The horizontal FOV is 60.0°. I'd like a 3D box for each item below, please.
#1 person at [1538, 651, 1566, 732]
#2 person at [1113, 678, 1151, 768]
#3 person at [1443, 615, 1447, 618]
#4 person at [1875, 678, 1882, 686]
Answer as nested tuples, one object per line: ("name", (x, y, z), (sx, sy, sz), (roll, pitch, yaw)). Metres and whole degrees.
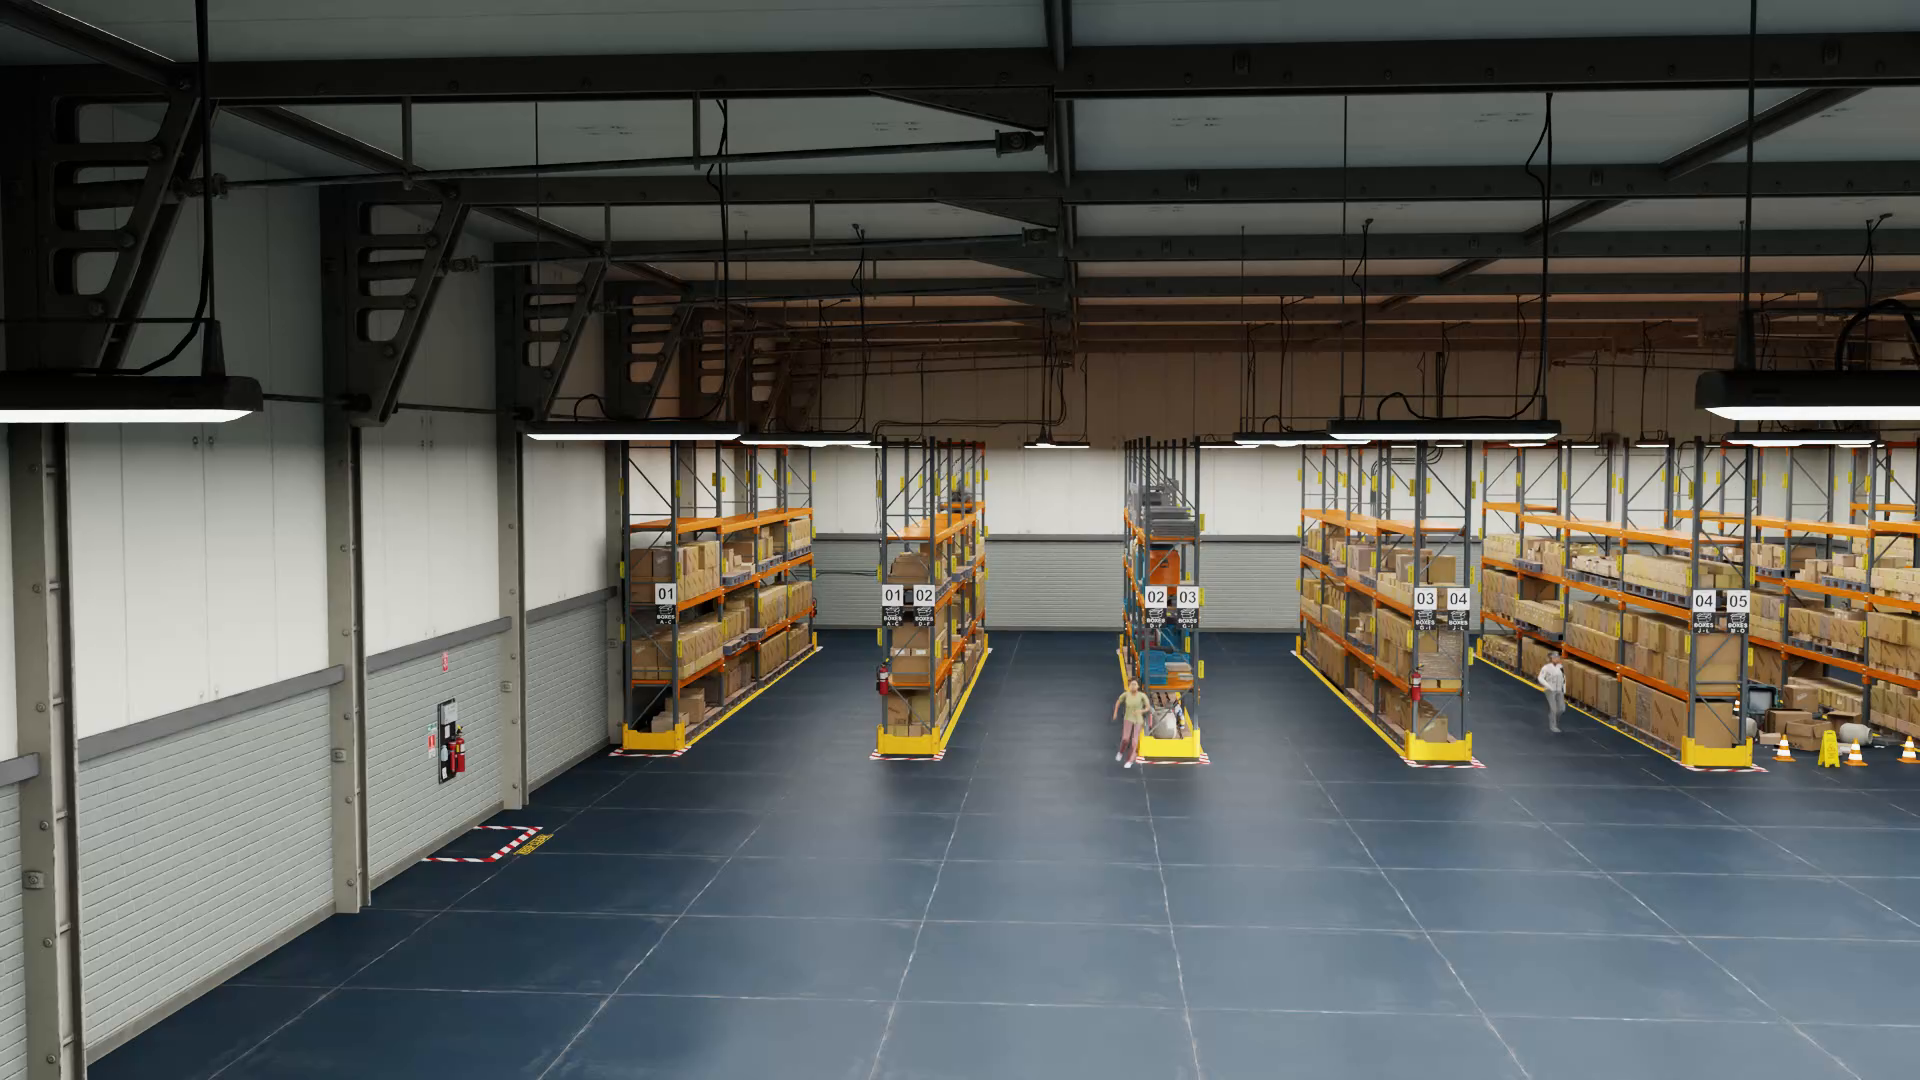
("person", (12.111, 3.083, 33.964), (0.641, 1.667, 0.540), (0, 3, -8))
("person", (3.116, 3.313, 30.129), (0.681, 1.627, 0.543), (0, 3, 3))
("person", (13.816, 2.417, 47.012), (0.488, 1.584, 0.666), (-2, 3, -28))
("person", (21.292, 2.790, 38.253), (0.670, 1.778, 0.991), (0, 3, 4))
